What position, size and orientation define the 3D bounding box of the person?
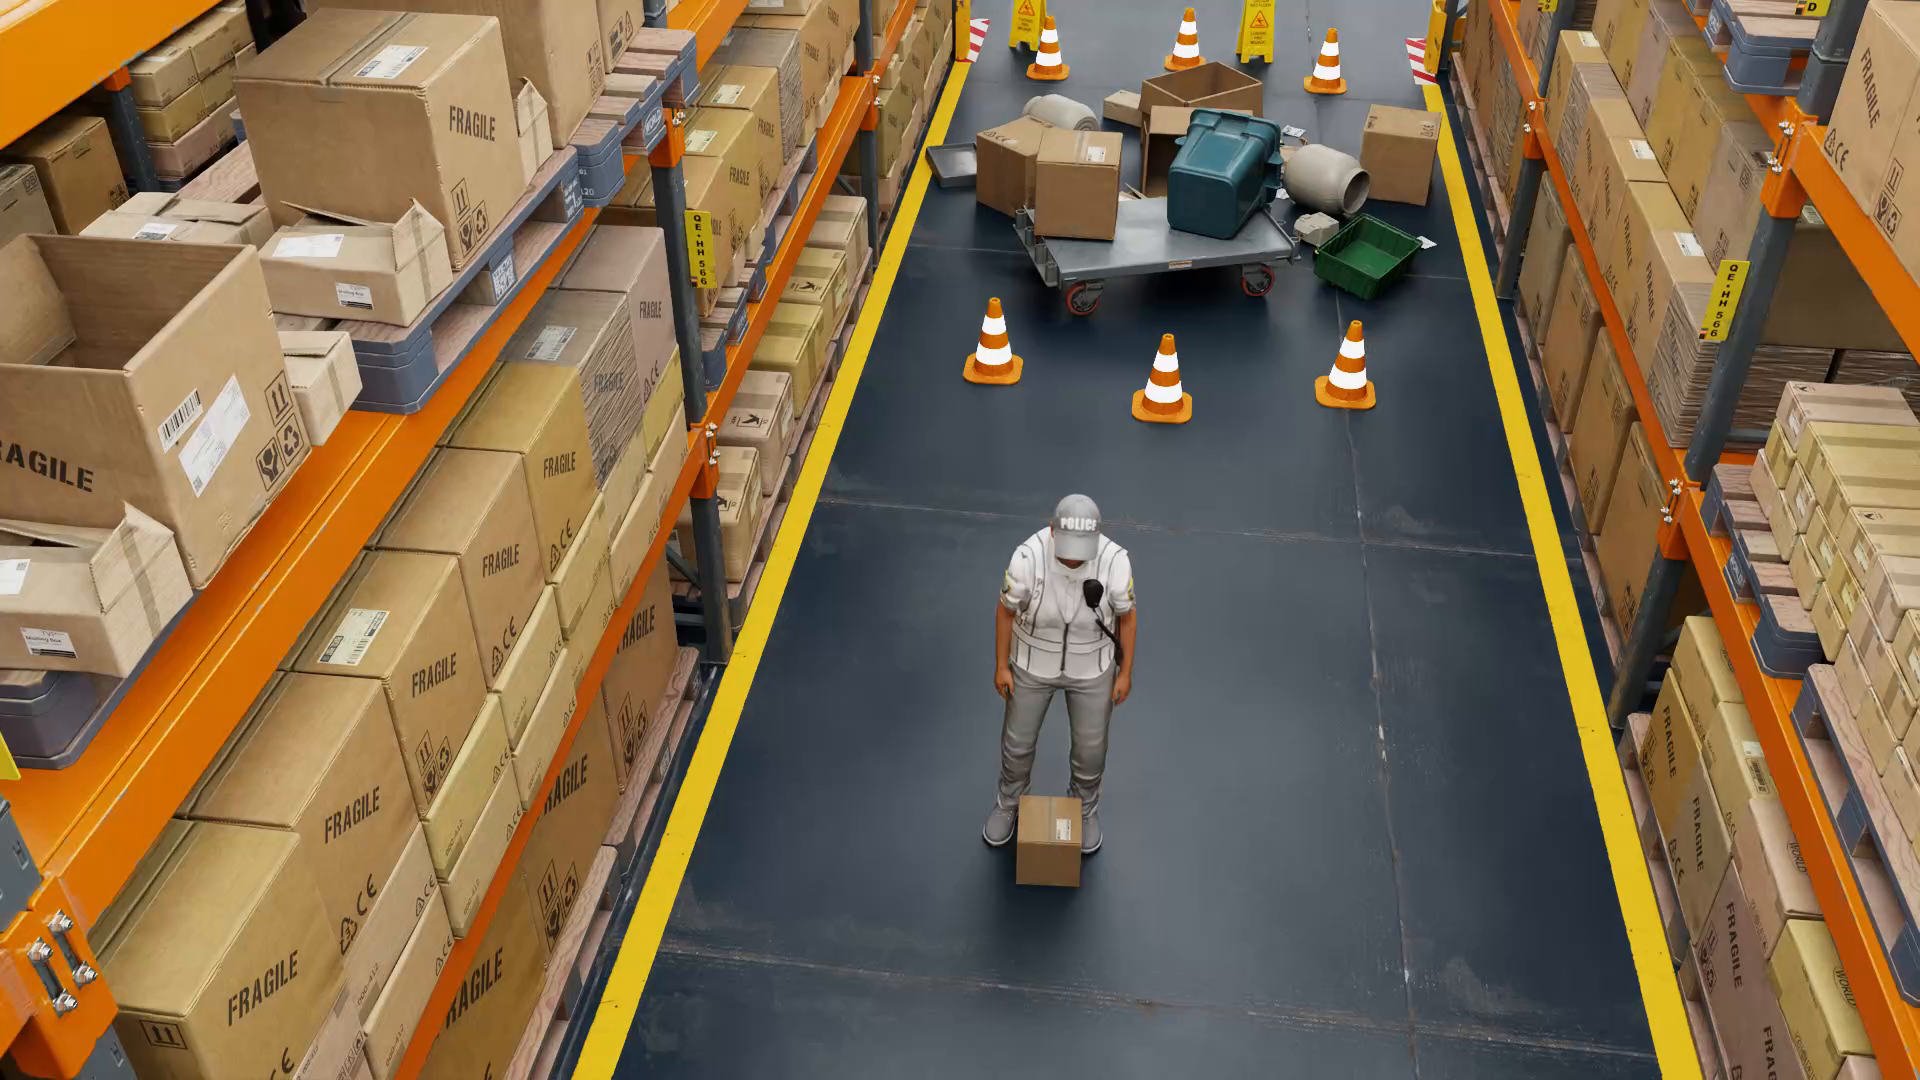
[{"bbox_3d":[0.374,0.499,6.354,0.544,1.666,0.471,4,37,6],"label":"person"}]
